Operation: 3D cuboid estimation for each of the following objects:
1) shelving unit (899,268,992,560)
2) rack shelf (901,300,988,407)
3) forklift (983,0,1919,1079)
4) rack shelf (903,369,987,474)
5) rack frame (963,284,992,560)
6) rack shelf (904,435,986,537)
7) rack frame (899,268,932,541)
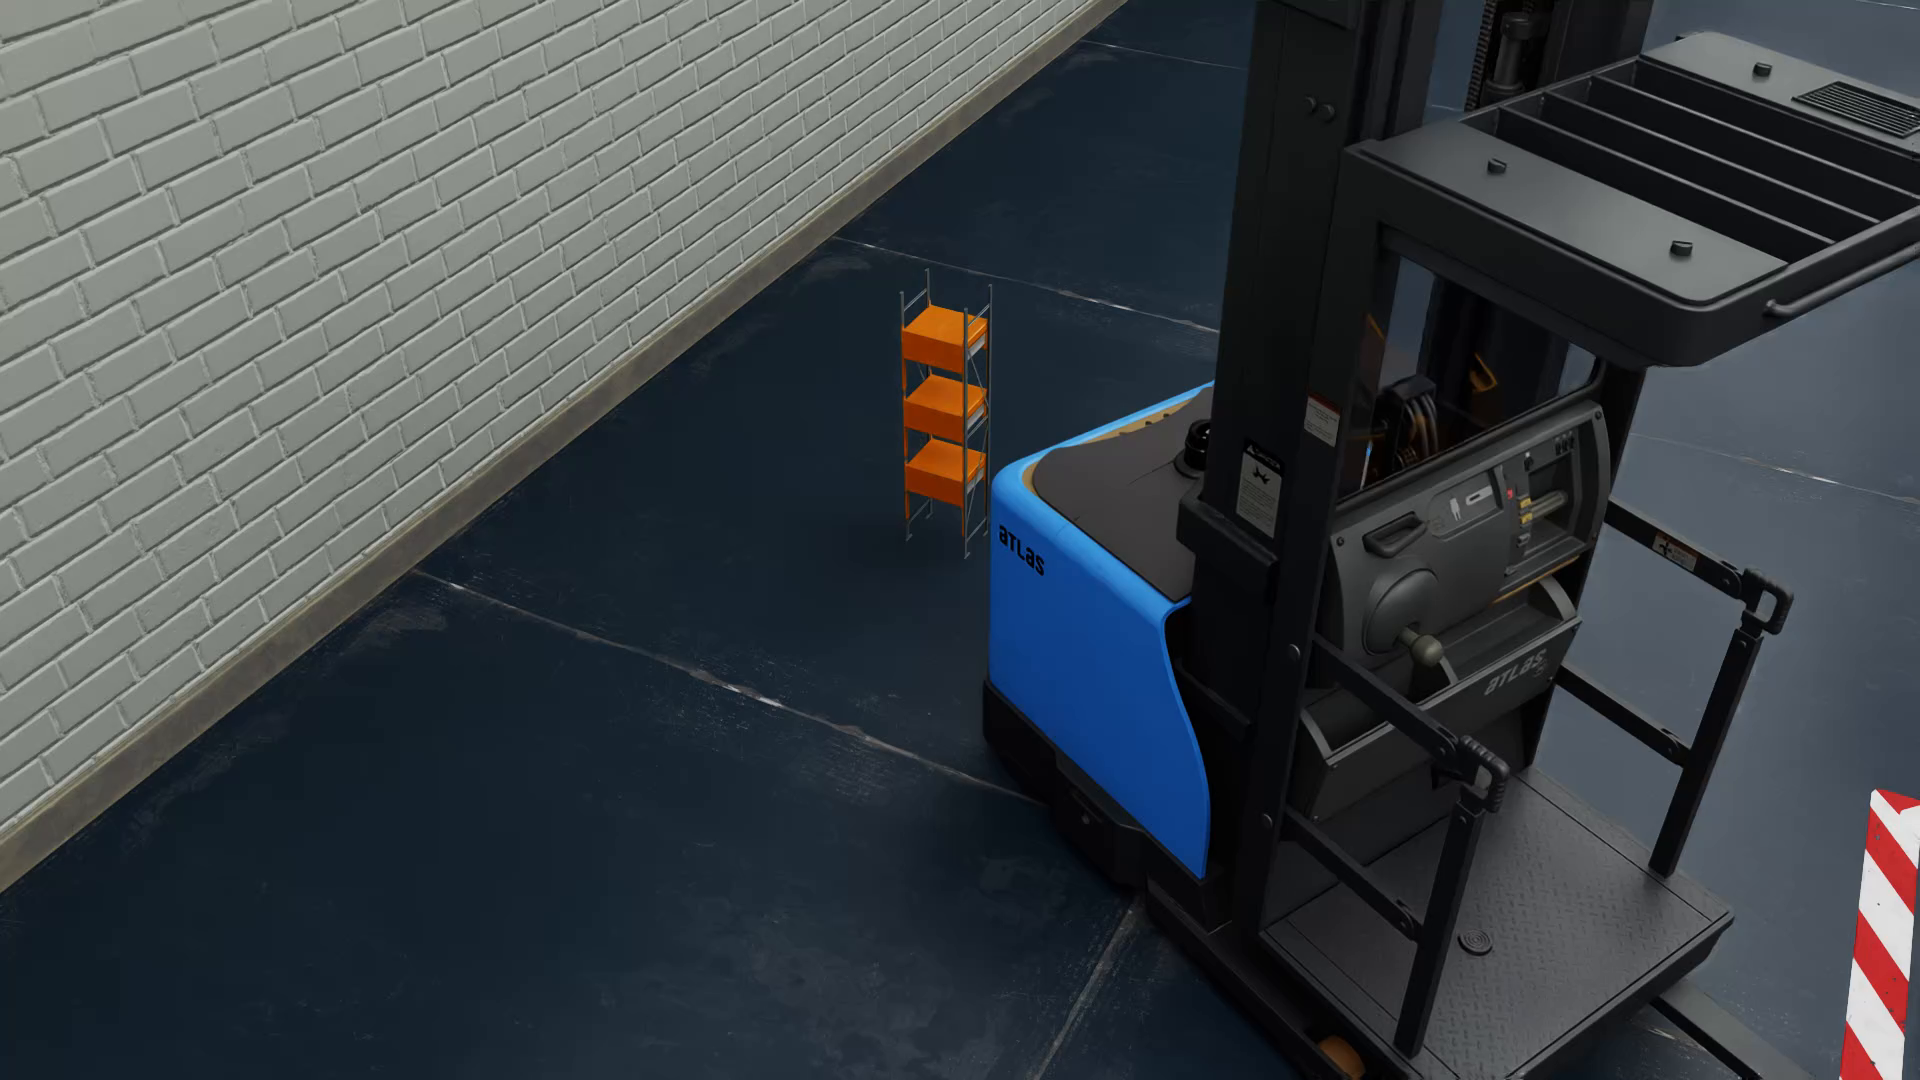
[{"bbox_3d":[-0.048,-0.433,5.952,0.252,1.050,0.215,17,41,21],"label":"shelving unit"},{"bbox_3d":[-0.048,-0.651,5.787,0.240,0.259,0.215,17,41,21],"label":"rack shelf"},{"bbox_3d":[1.332,0.050,3.760,1.130,2.935,3.031,-23,43,-27],"label":"forklift"},{"bbox_3d":[-0.048,-0.425,5.959,0.240,0.259,0.215,17,41,21],"label":"rack shelf"},{"bbox_3d":[0.061,-0.399,5.907,0.008,1.050,0.200,17,41,21],"label":"rack frame"},{"bbox_3d":[-0.048,-0.203,6.127,0.240,0.259,0.215,17,41,21],"label":"rack shelf"},{"bbox_3d":[-0.156,-0.467,5.997,0.008,1.050,0.200,17,41,21],"label":"rack frame"}]
